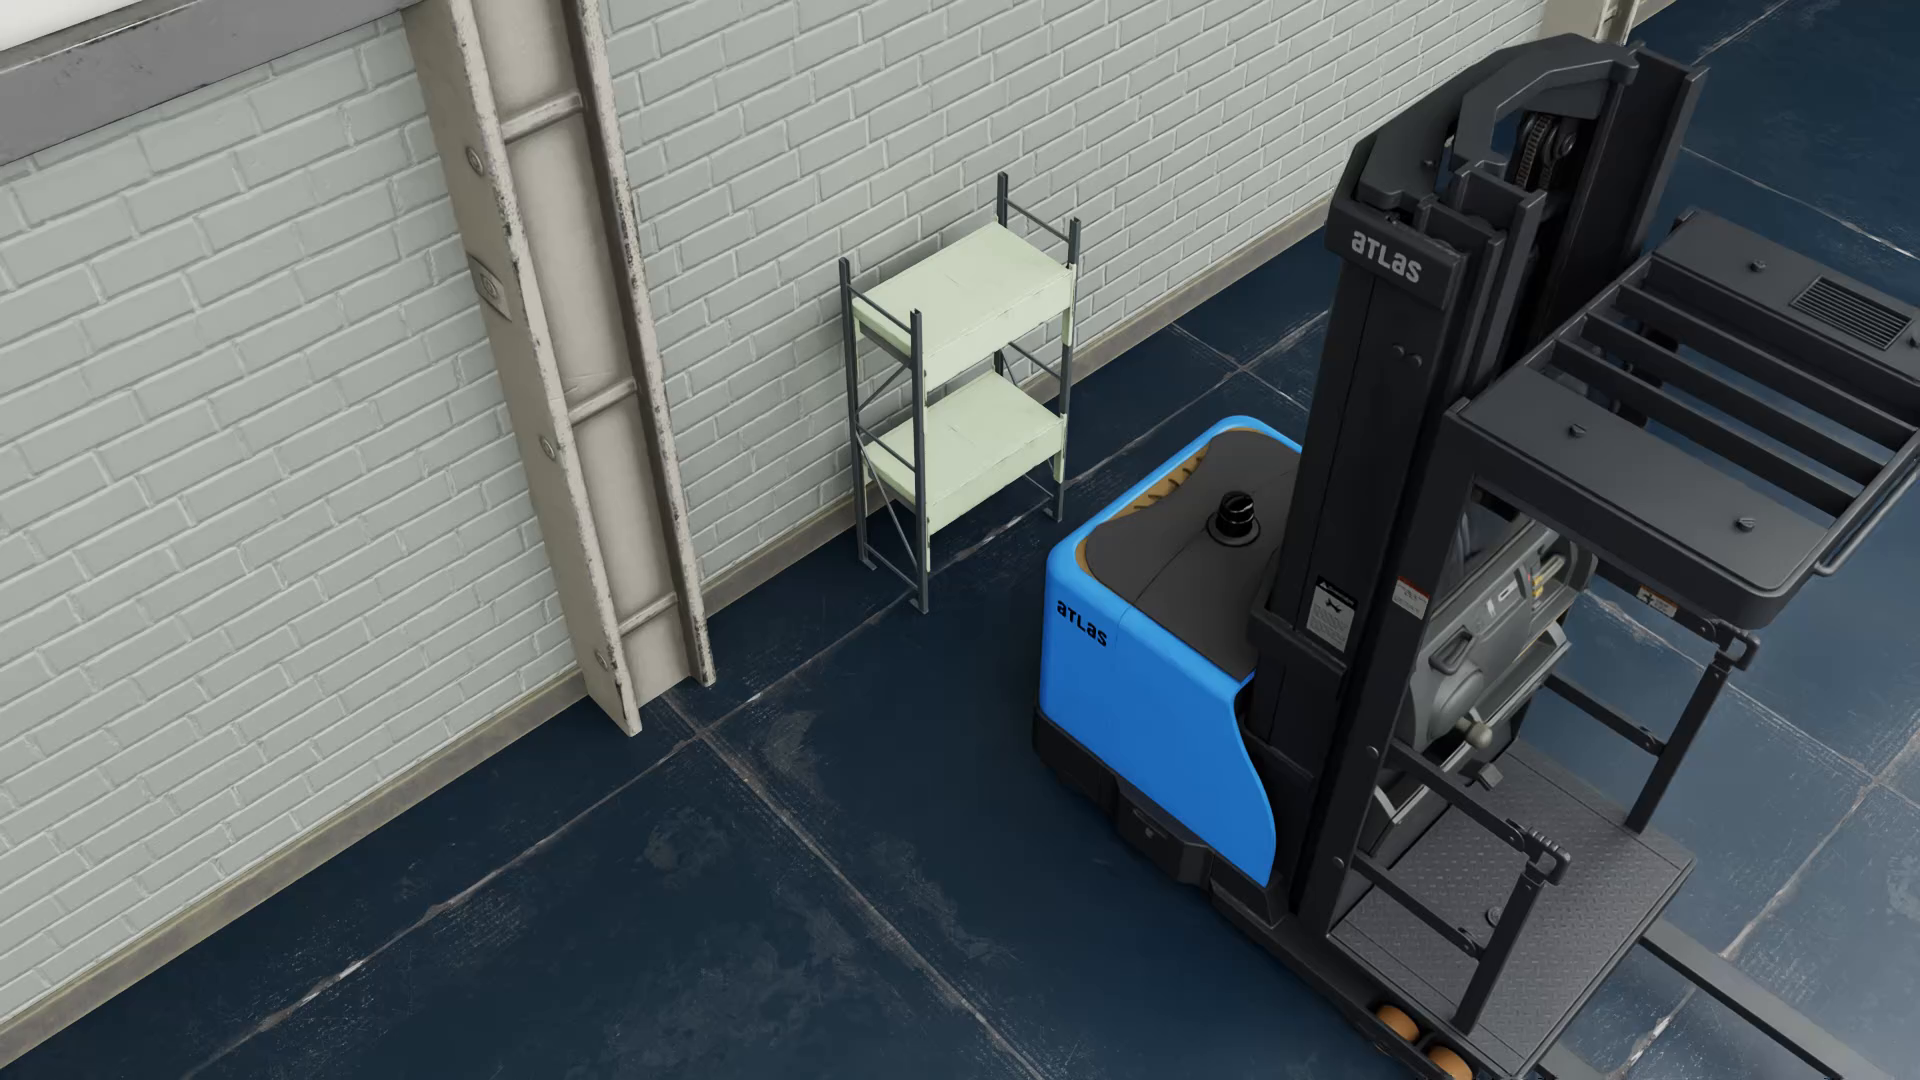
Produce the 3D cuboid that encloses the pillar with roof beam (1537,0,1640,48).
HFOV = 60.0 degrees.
[{"bbox_3d":[6.172,-3.136,3.521,0.400,9.000,9.100,-34,56,-27],"label":"pillar with roof beam"}]

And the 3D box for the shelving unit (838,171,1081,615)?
[{"bbox_3d":[0.005,-0.512,6.202,0.755,1.500,0.431,-34,56,-27],"label":"shelving unit"}]

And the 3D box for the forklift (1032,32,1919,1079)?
[{"bbox_3d":[1.653,0.299,4.480,1.130,2.935,3.031,-36,57,-29],"label":"forklift"}]

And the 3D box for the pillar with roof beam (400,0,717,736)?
[{"bbox_3d":[1.733,-0.170,0.784,0.400,9.000,9.100,-34,56,-27],"label":"pillar with roof beam"}]

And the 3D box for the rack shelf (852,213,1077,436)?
[{"bbox_3d":[0.005,-0.777,5.915,0.720,0.370,0.431,-34,56,-27],"label":"rack shelf"}]

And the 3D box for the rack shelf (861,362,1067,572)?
[{"bbox_3d":[0.005,-0.291,6.441,0.720,0.370,0.431,-34,56,-27],"label":"rack shelf"}]

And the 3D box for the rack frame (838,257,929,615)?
[{"bbox_3d":[-0.266,-0.331,6.035,0.023,1.500,0.400,-34,56,-27],"label":"rack frame"}]

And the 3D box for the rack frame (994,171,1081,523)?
[{"bbox_3d":[0.276,-0.693,6.369,0.023,1.500,0.400,-34,56,-27],"label":"rack frame"}]
